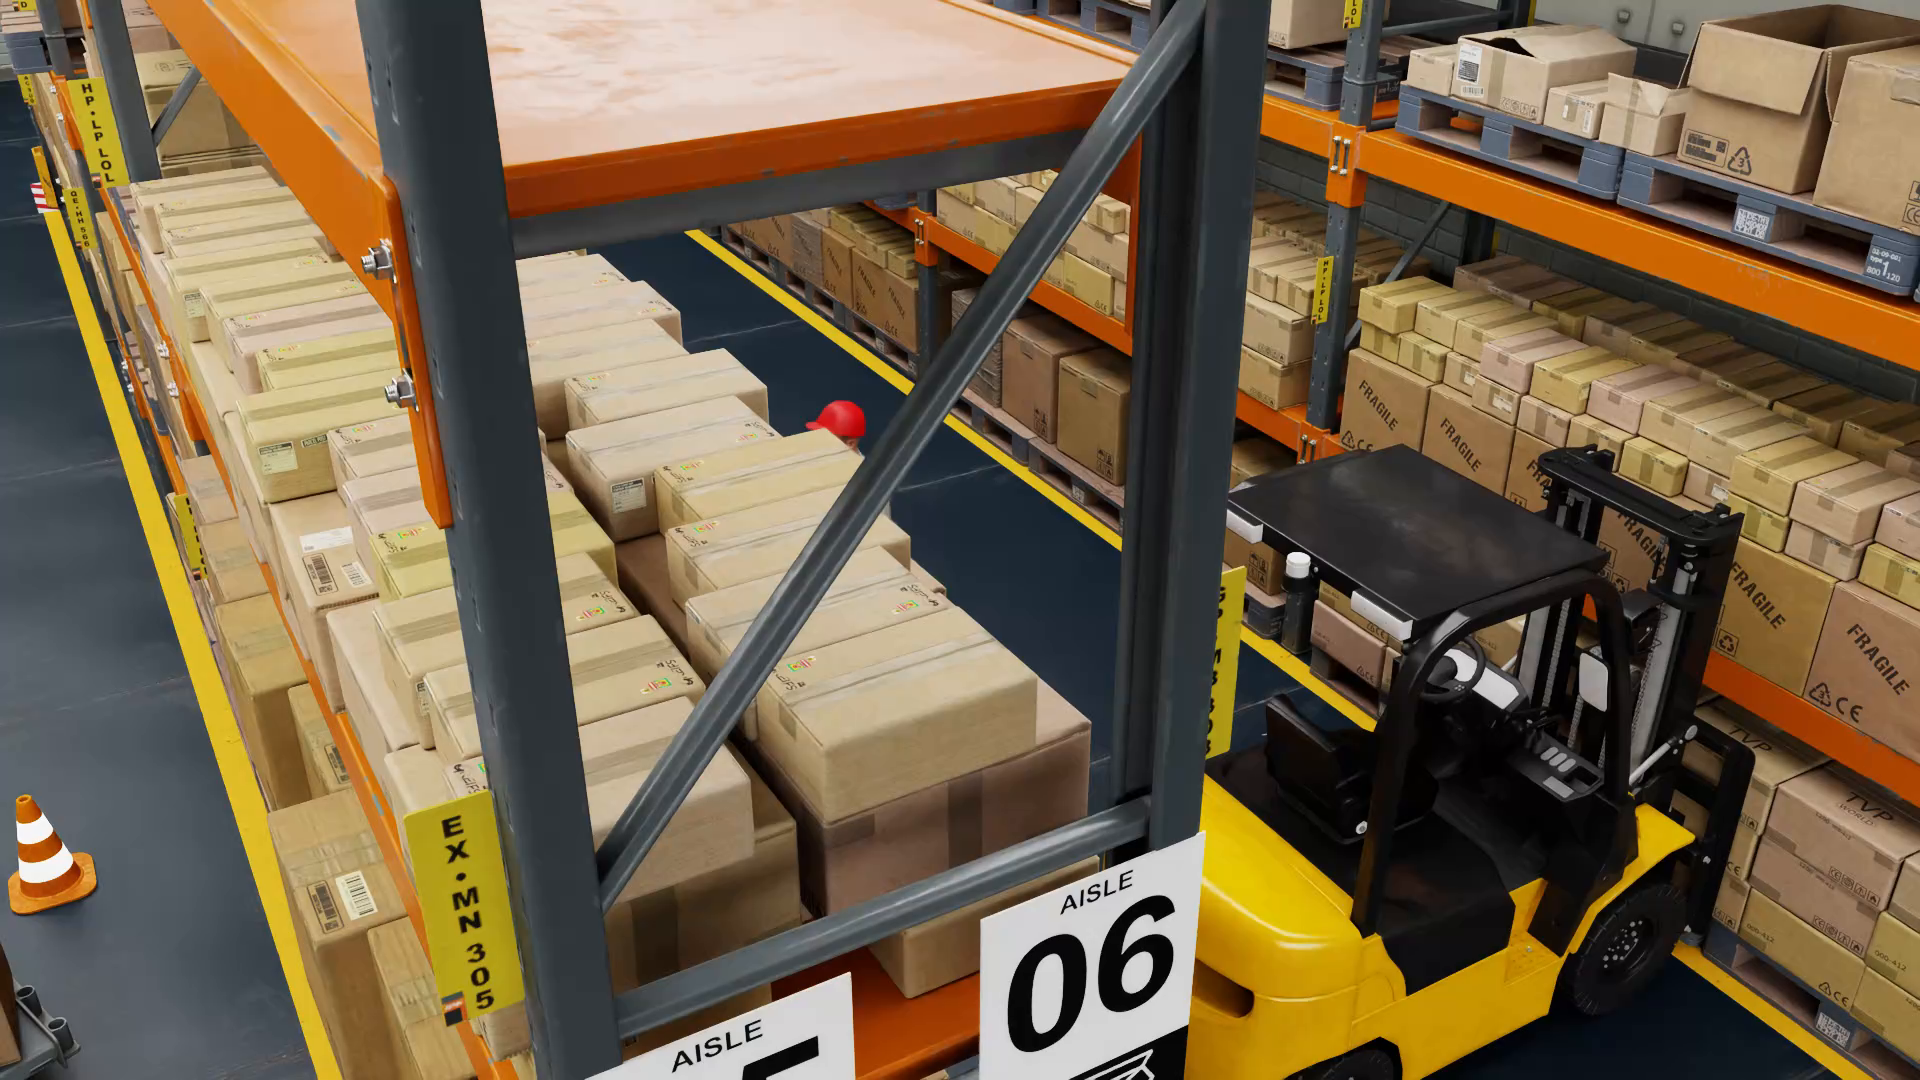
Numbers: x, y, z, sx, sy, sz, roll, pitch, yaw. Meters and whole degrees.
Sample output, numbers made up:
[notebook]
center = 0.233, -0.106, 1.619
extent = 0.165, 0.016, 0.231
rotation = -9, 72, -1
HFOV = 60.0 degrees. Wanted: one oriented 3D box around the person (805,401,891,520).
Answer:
[person]
center = -0.524, 0.175, 7.771
extent = 0.571, 1.776, 0.741
rotation = 25, 37, 38
